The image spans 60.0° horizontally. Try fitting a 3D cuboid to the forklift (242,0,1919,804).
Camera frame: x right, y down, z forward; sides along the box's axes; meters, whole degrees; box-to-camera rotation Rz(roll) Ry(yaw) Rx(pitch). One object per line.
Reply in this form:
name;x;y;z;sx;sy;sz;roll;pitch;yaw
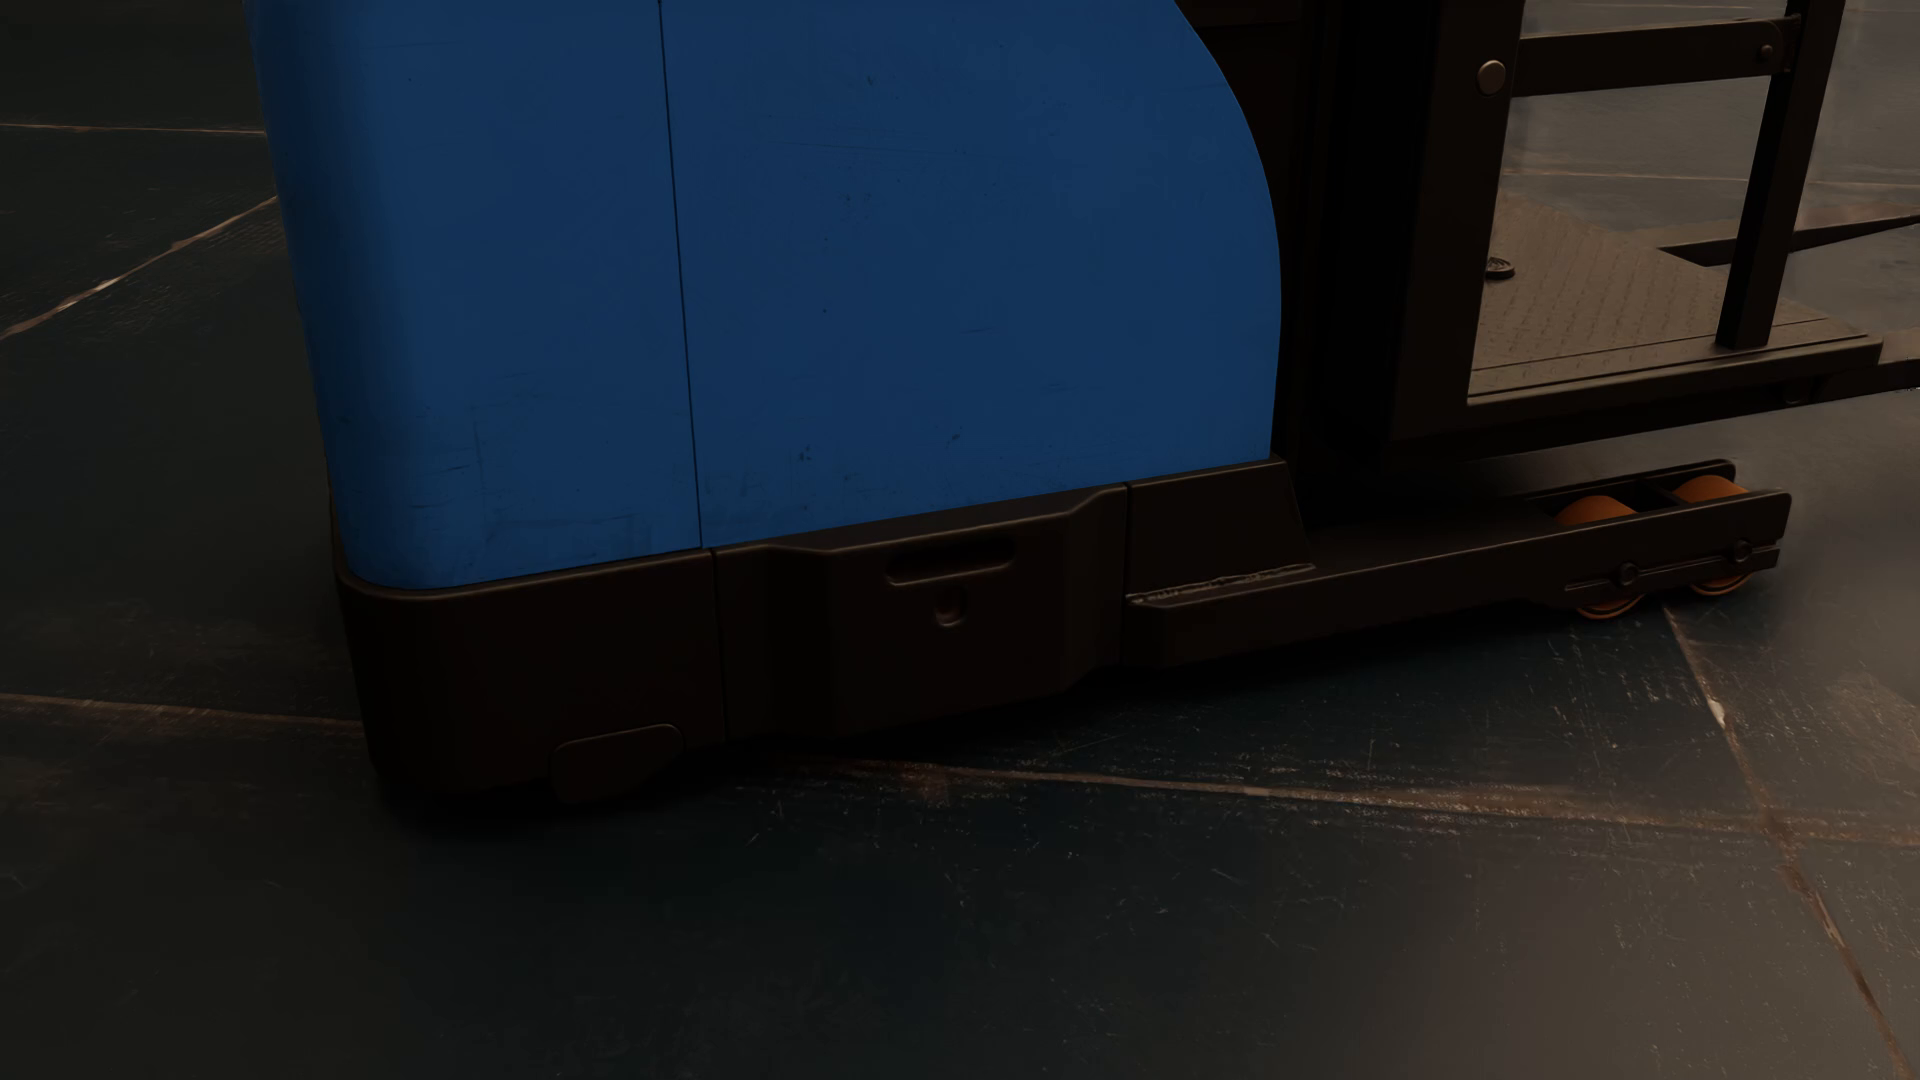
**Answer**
forklift;0.619;-1.414;2.051;3.031;2.935;1.130;-9;28;-18
